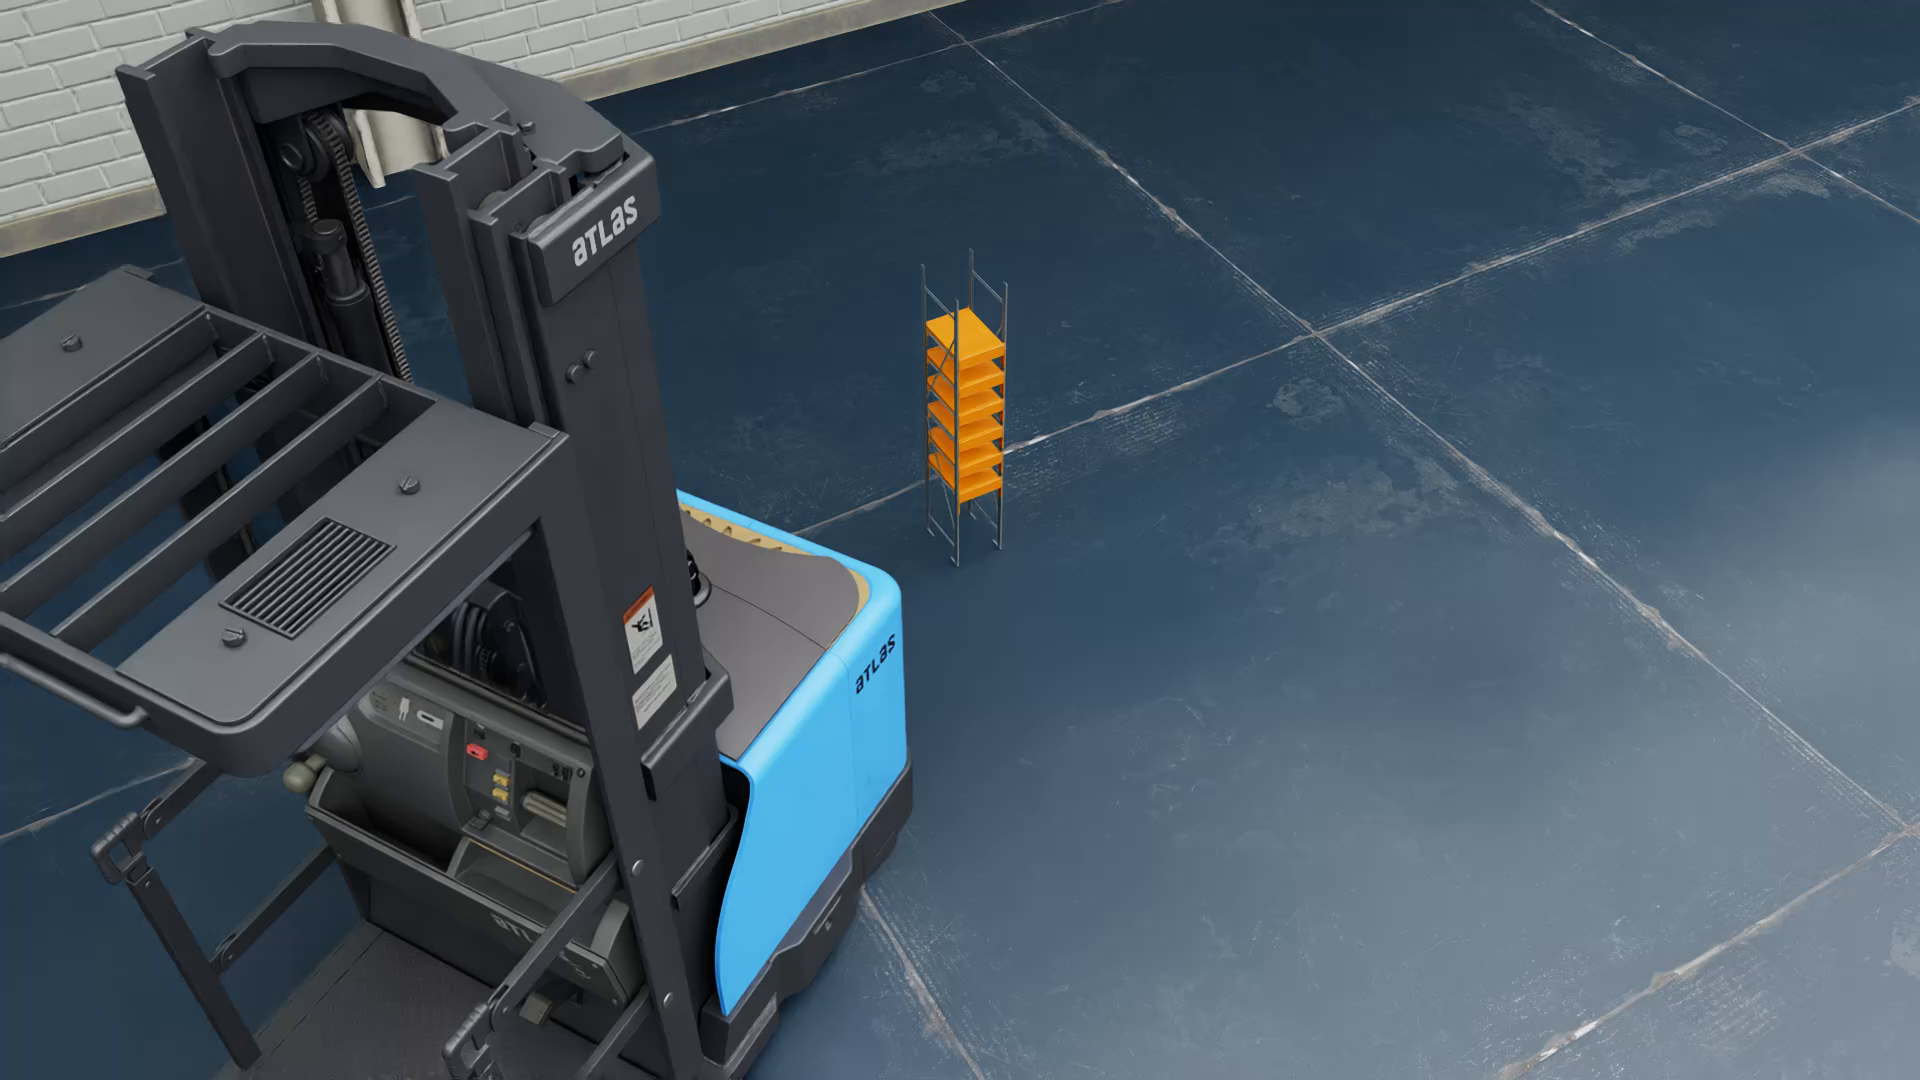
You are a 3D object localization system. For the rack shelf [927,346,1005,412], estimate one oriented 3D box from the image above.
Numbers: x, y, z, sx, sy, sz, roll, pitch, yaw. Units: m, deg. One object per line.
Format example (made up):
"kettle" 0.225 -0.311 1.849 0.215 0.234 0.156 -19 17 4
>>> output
"rack shelf" 0.013 -0.576 5.701 0.180 0.103 0.258 -22 48 -21

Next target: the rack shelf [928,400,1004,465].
"rack shelf" 0.013 -0.404 5.868 0.180 0.103 0.258 -22 48 -21

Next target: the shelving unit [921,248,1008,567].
"shelving unit" 0.013 -0.436 5.837 0.189 1.200 0.258 -22 48 -21

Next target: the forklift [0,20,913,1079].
"forklift" -1.294 0.563 3.565 1.130 2.935 3.031 21 48 20

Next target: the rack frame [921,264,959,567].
"rack frame" -0.067 -0.404 5.805 0.006 1.200 0.240 -22 48 -21

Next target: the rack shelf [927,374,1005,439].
"rack shelf" 0.013 -0.490 5.785 0.180 0.103 0.258 -22 48 -21

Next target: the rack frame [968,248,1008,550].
"rack frame" 0.092 -0.467 5.870 0.006 1.200 0.240 -22 48 -21

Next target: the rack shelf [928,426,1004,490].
"rack shelf" 0.013 -0.318 5.952 0.180 0.103 0.258 -22 48 -21

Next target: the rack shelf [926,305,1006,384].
"rack shelf" 0.013 -0.662 5.618 0.180 0.103 0.258 -22 48 -21

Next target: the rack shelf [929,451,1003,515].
"rack shelf" 0.013 -0.231 6.035 0.180 0.103 0.258 -22 48 -21
